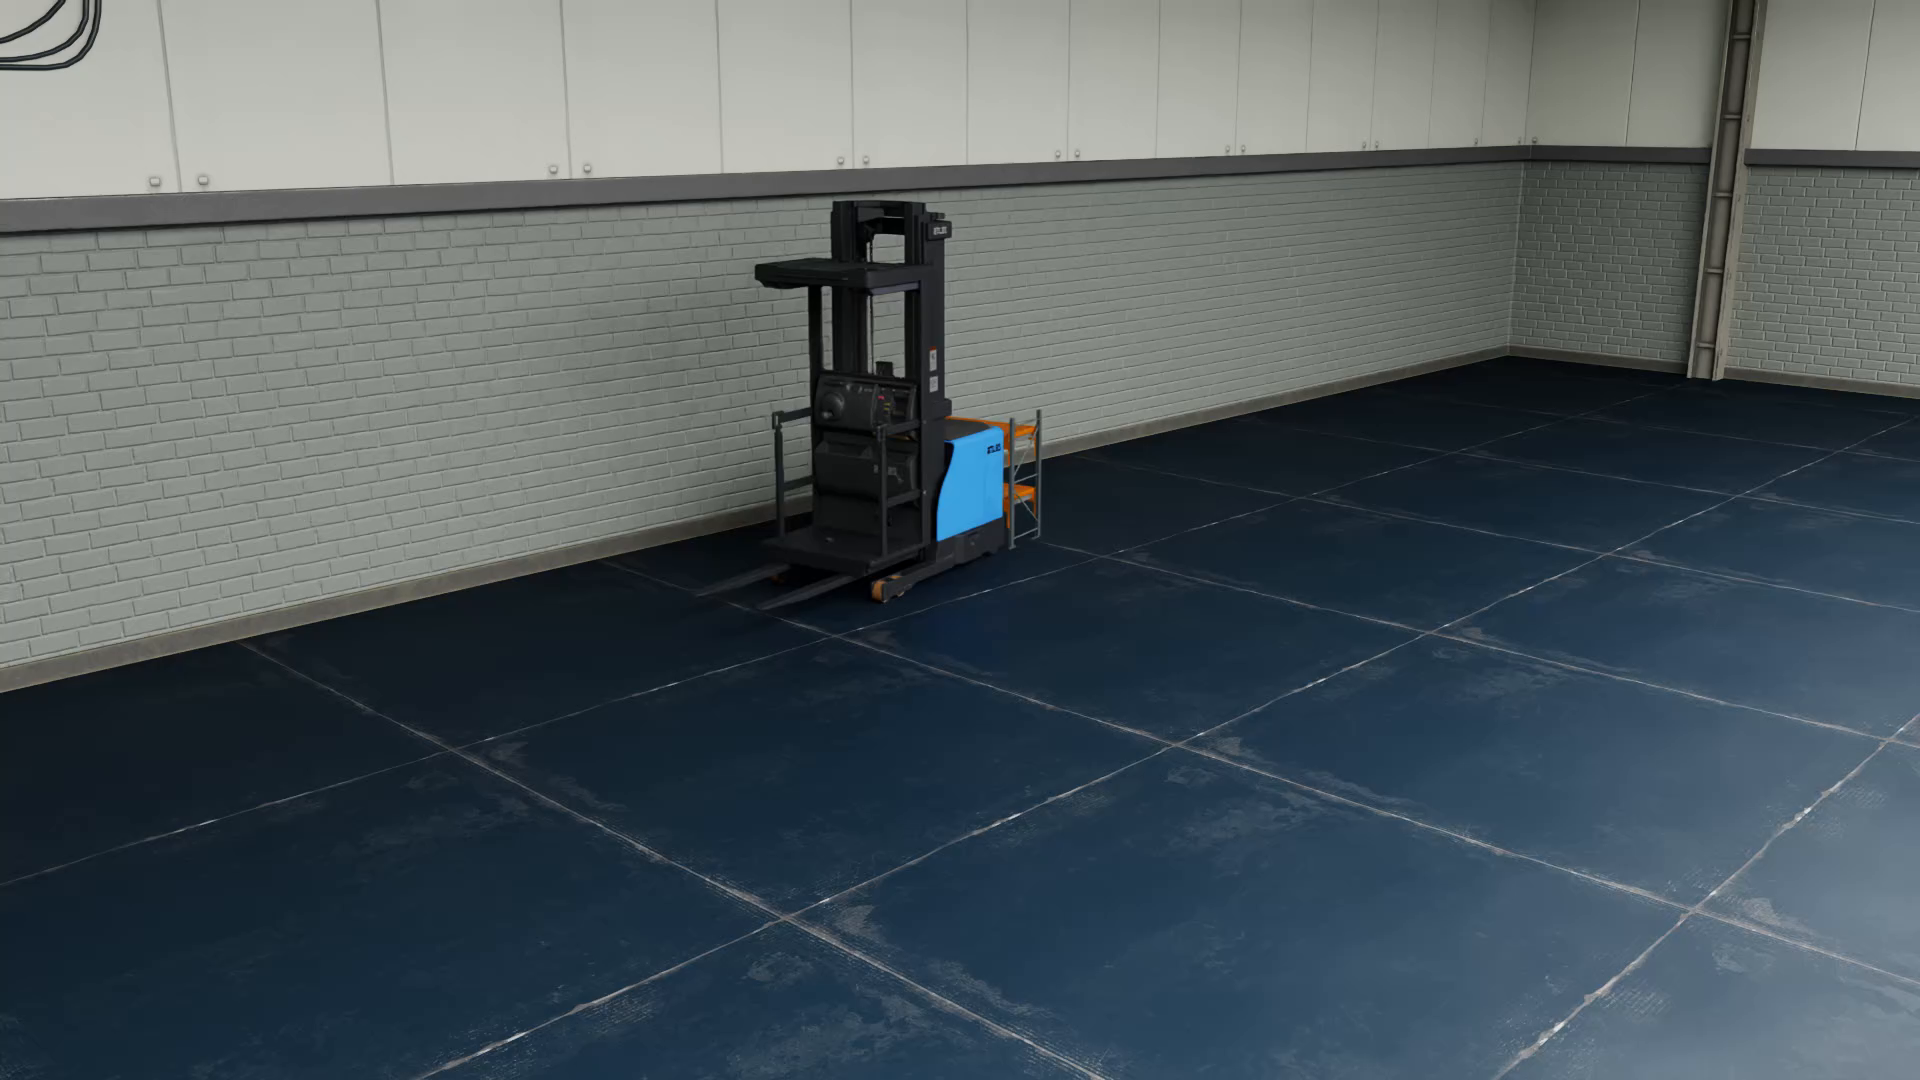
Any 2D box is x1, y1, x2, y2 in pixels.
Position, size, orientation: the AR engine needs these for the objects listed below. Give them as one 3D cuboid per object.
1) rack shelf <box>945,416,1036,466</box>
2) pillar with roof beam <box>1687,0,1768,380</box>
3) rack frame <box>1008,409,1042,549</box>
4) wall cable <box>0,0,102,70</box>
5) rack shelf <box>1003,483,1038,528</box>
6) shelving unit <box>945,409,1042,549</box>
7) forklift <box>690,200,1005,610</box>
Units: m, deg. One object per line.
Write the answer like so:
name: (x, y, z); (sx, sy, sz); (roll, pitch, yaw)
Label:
rack shelf: (0.126, -0.875, 14.398); (1.000, 0.278, 0.538); (9, 17, 31)
pillar with roof beam: (7.355, -5.827, 18.948); (0.400, 9.000, 9.100); (14, 20, 42)
rack frame: (0.557, -0.524, 14.211); (0.032, 1.125, 0.500); (9, 17, 31)
wall cable: (-6.123, -5.012, 9.077); (0.169, 6.003, 2.305); (14, 20, 42)
rack shelf: (0.126, -0.355, 14.534); (1.000, 0.278, 0.538); (9, 17, 31)
shelving unit: (0.126, -0.592, 14.472); (1.048, 1.125, 0.538); (9, 17, 31)
forklift: (-0.850, -1.080, 12.765); (1.130, 2.935, 3.031); (9, 17, 32)
